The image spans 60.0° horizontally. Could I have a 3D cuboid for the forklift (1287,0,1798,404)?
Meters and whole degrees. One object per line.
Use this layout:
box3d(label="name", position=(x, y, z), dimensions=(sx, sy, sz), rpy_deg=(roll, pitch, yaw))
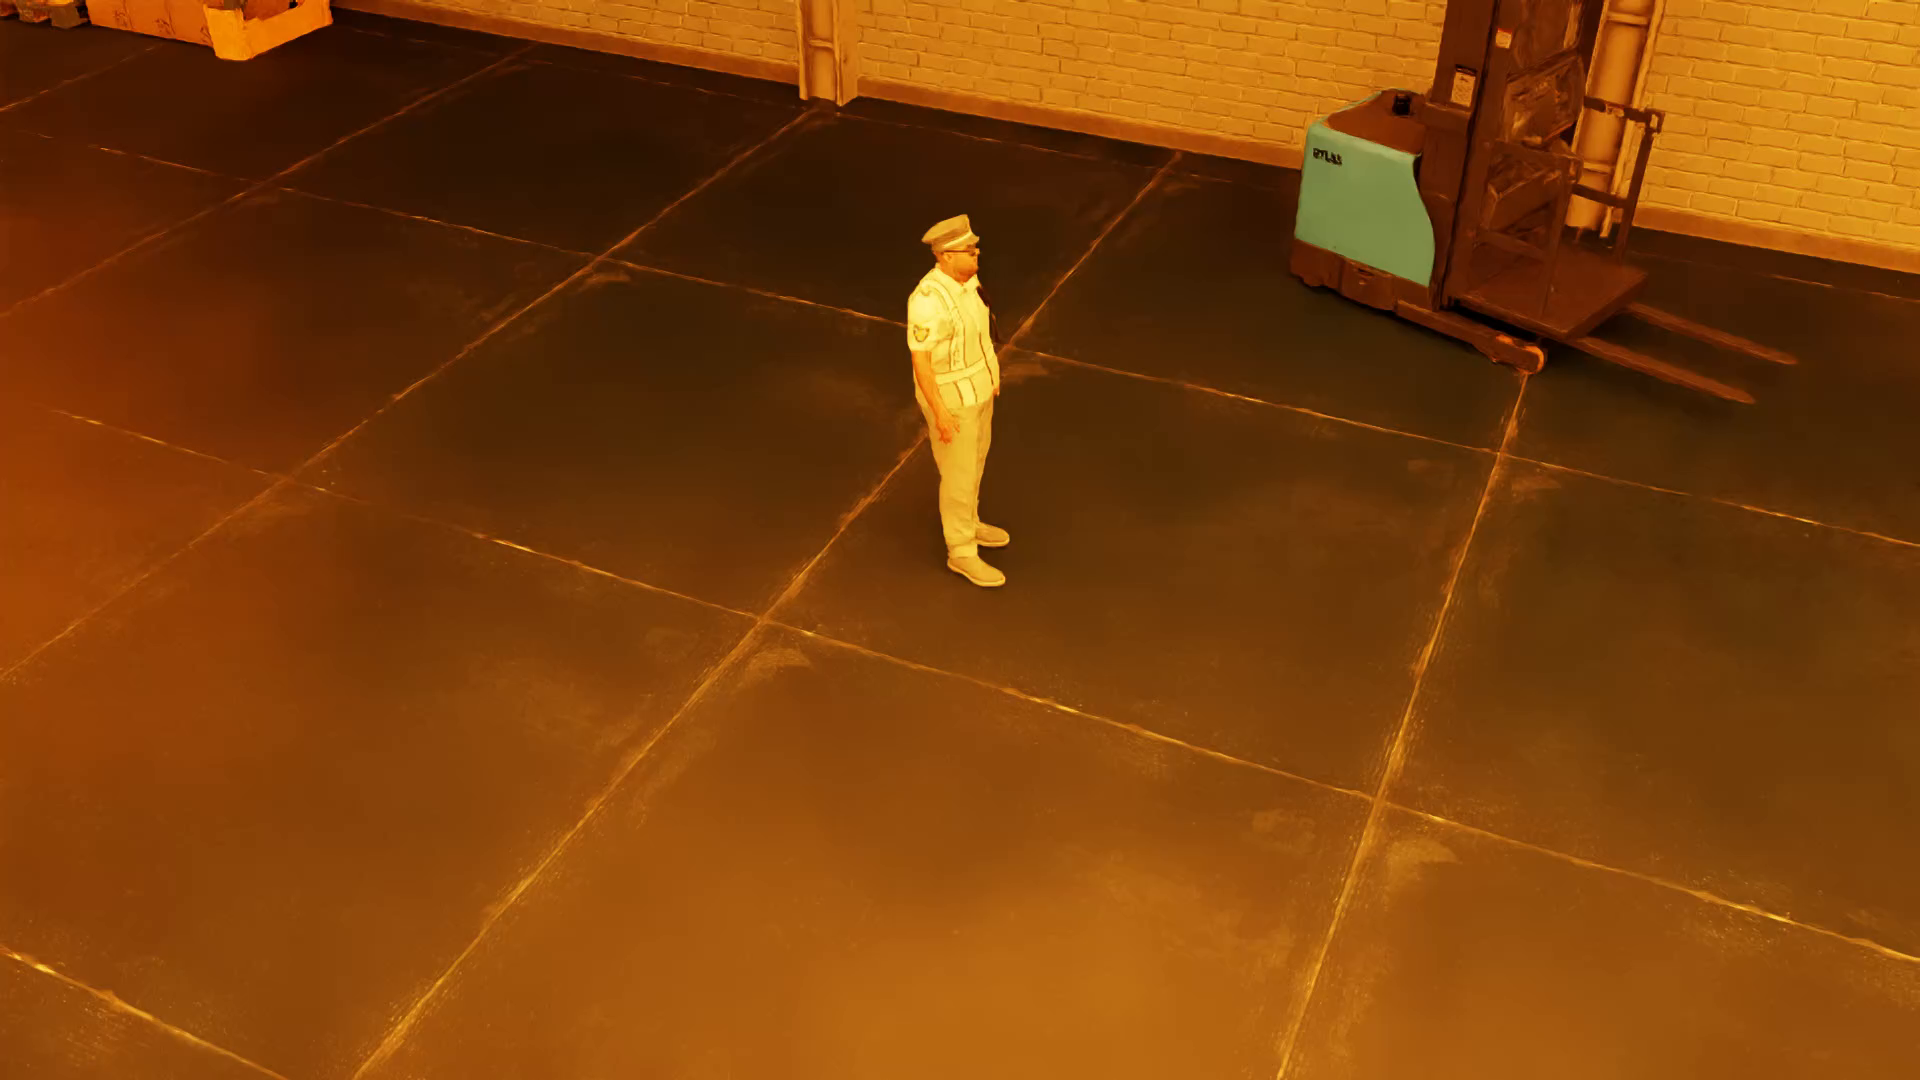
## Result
box3d(label="forklift", position=(3.572, -2.531, 9.636), dimensions=(3.031, 2.935, 1.130), rpy_deg=(30, 45, 35))

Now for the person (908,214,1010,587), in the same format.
box3d(label="person", position=(0.066, -0.707, 8.053), dimensions=(0.574, 1.781, 0.640), rpy_deg=(15, 38, 20))
